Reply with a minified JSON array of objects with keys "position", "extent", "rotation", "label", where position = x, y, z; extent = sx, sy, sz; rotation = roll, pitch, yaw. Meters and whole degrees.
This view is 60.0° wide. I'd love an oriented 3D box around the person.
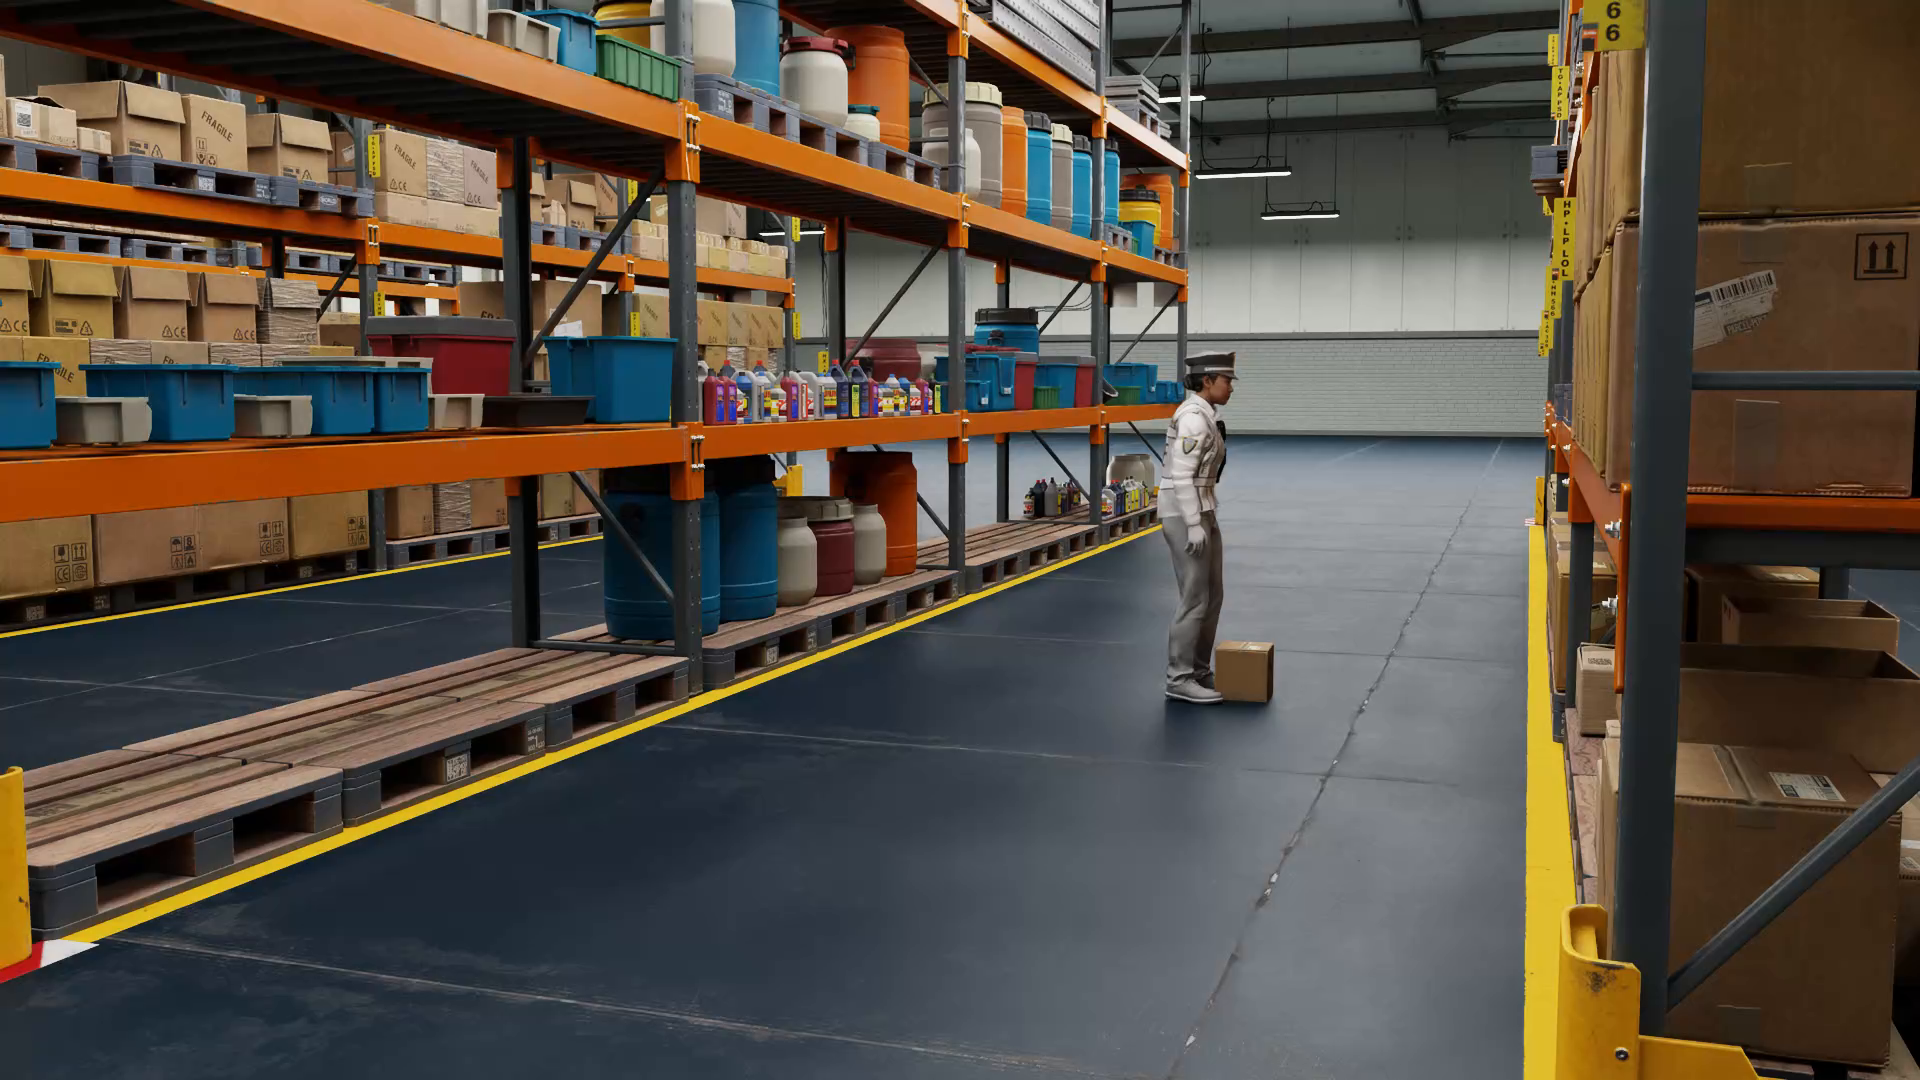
[{"position":[1.160,-0.075,8.028],"extent":[0.403,1.663,0.528],"rotation":[2,6,19],"label":"person"}]
